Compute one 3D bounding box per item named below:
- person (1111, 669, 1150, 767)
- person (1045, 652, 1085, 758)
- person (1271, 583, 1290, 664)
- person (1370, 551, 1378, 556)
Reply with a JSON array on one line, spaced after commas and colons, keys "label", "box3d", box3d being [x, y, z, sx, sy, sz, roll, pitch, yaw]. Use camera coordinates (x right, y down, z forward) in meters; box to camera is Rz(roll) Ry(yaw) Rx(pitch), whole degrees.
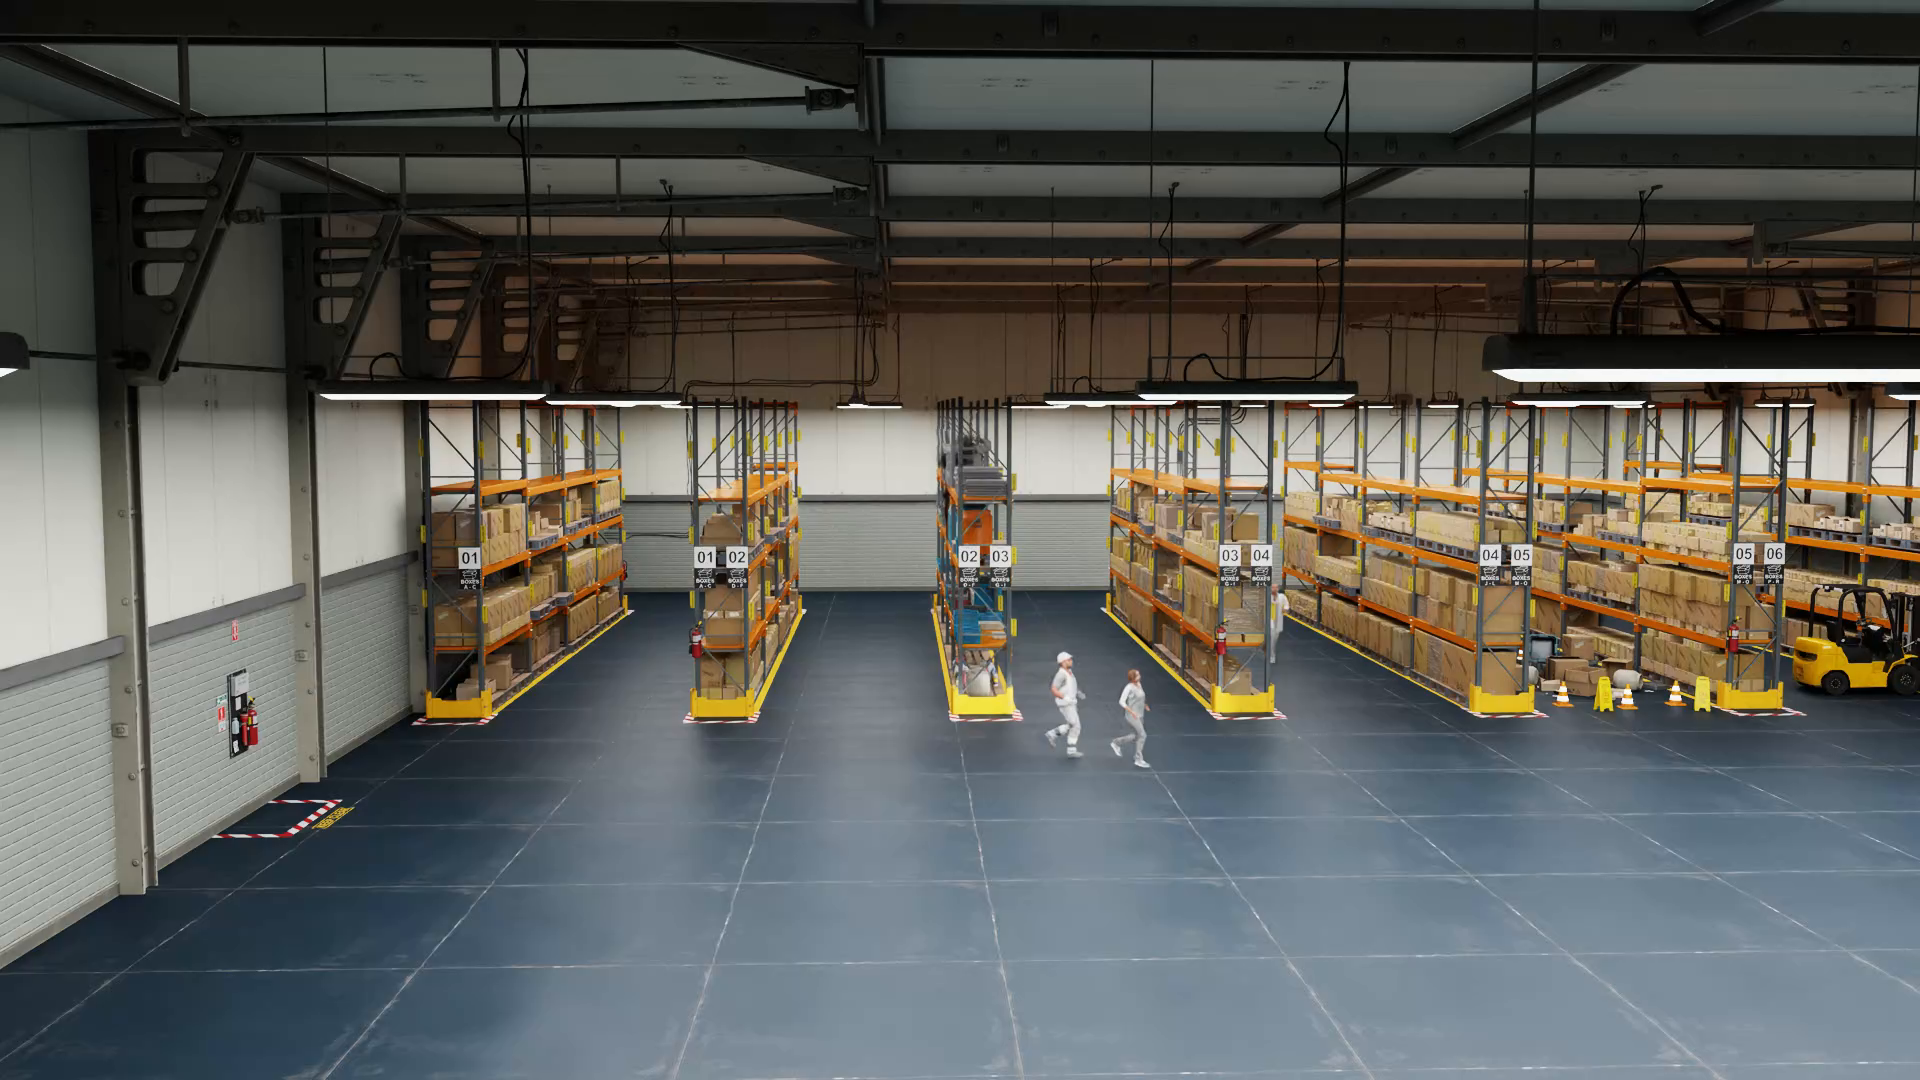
[{"label": "person", "box3d": [2.768, 2.869, 26.925, 0.669, 1.587, 0.534, 2, 5, 27]}, {"label": "person", "box3d": [1.729, 2.726, 27.549, 0.708, 1.742, 0.659, 2, 5, 20]}, {"label": "person", "box3d": [7.209, 1.939, 38.187, 0.688, 1.752, 0.873, -1, 4, -8]}, {"label": "person", "box3d": [12.268, 1.136, 49.158, 0.597, 1.617, 0.572, 0, 4, 0]}]
